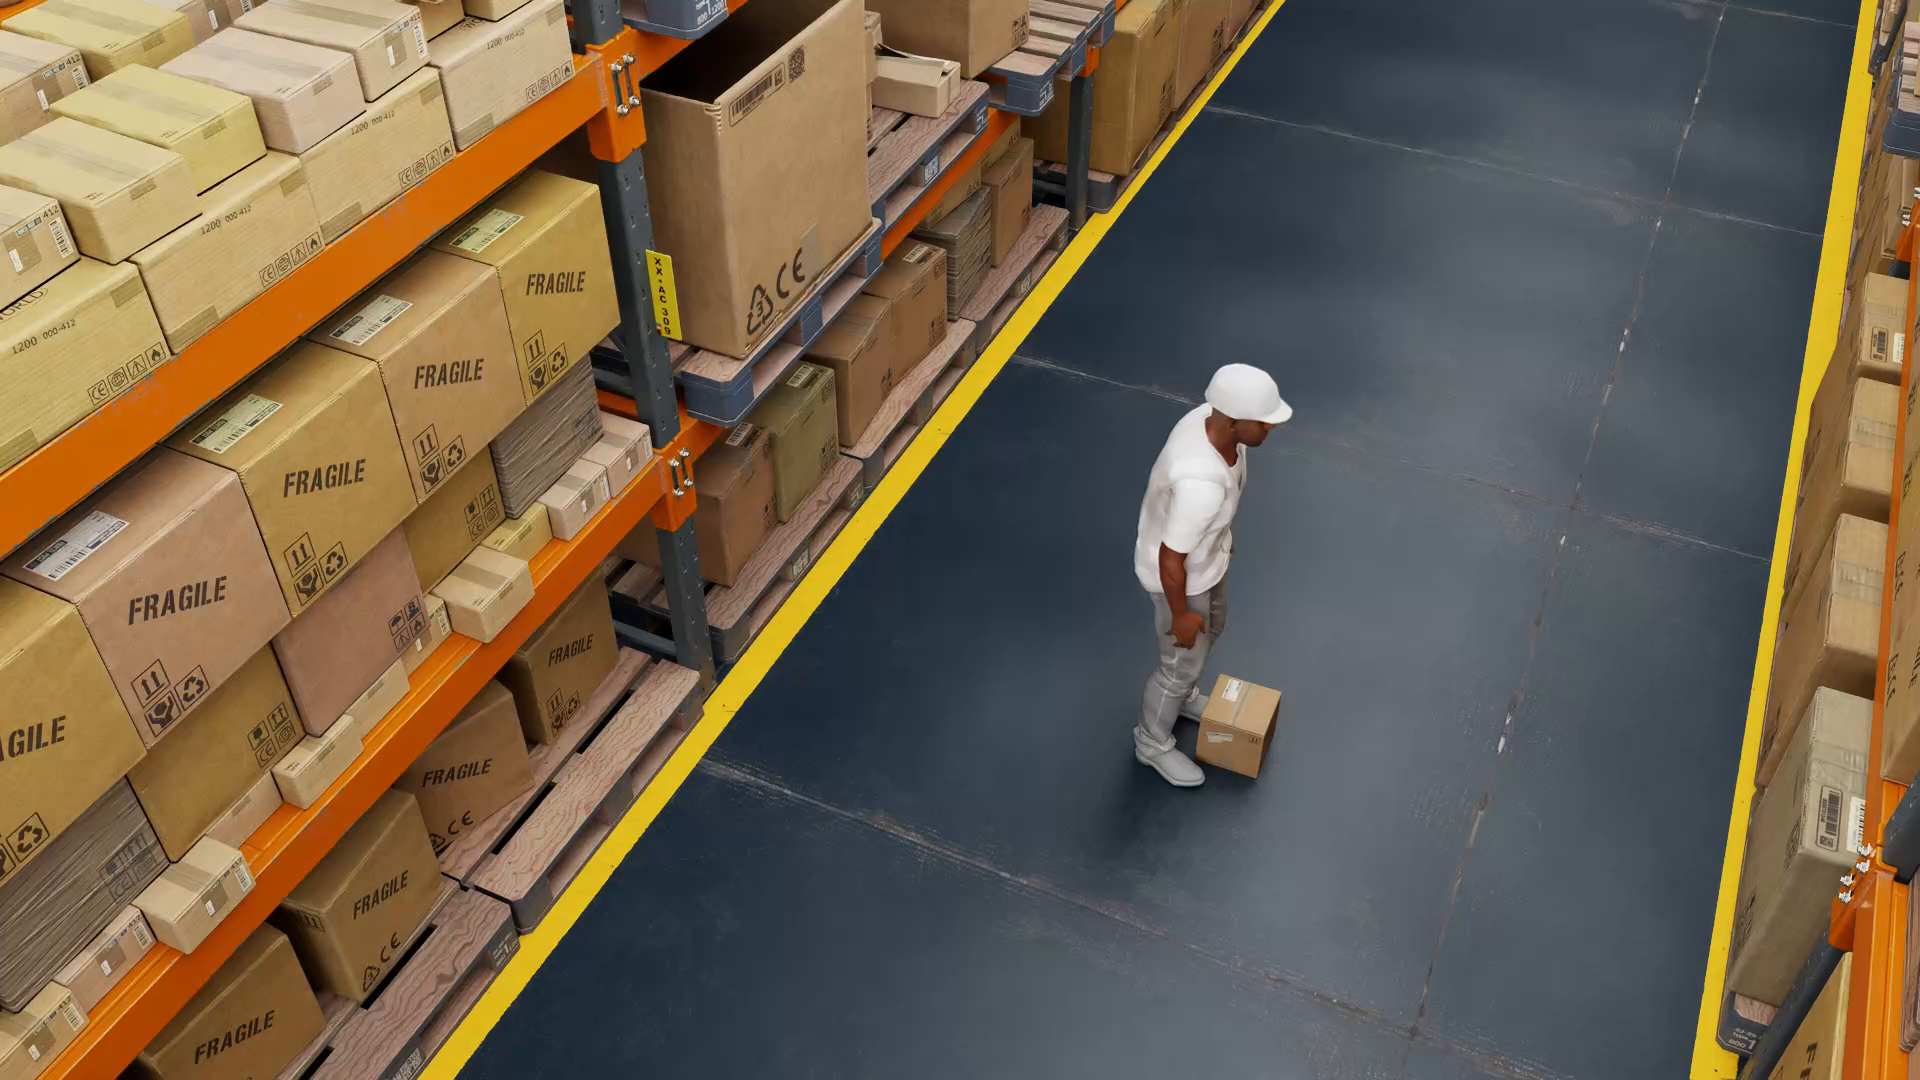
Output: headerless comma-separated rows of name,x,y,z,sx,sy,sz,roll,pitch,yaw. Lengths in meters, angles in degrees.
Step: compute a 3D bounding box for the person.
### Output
person,0.872,0.096,6.039,0.462,1.759,0.632,15,44,16
